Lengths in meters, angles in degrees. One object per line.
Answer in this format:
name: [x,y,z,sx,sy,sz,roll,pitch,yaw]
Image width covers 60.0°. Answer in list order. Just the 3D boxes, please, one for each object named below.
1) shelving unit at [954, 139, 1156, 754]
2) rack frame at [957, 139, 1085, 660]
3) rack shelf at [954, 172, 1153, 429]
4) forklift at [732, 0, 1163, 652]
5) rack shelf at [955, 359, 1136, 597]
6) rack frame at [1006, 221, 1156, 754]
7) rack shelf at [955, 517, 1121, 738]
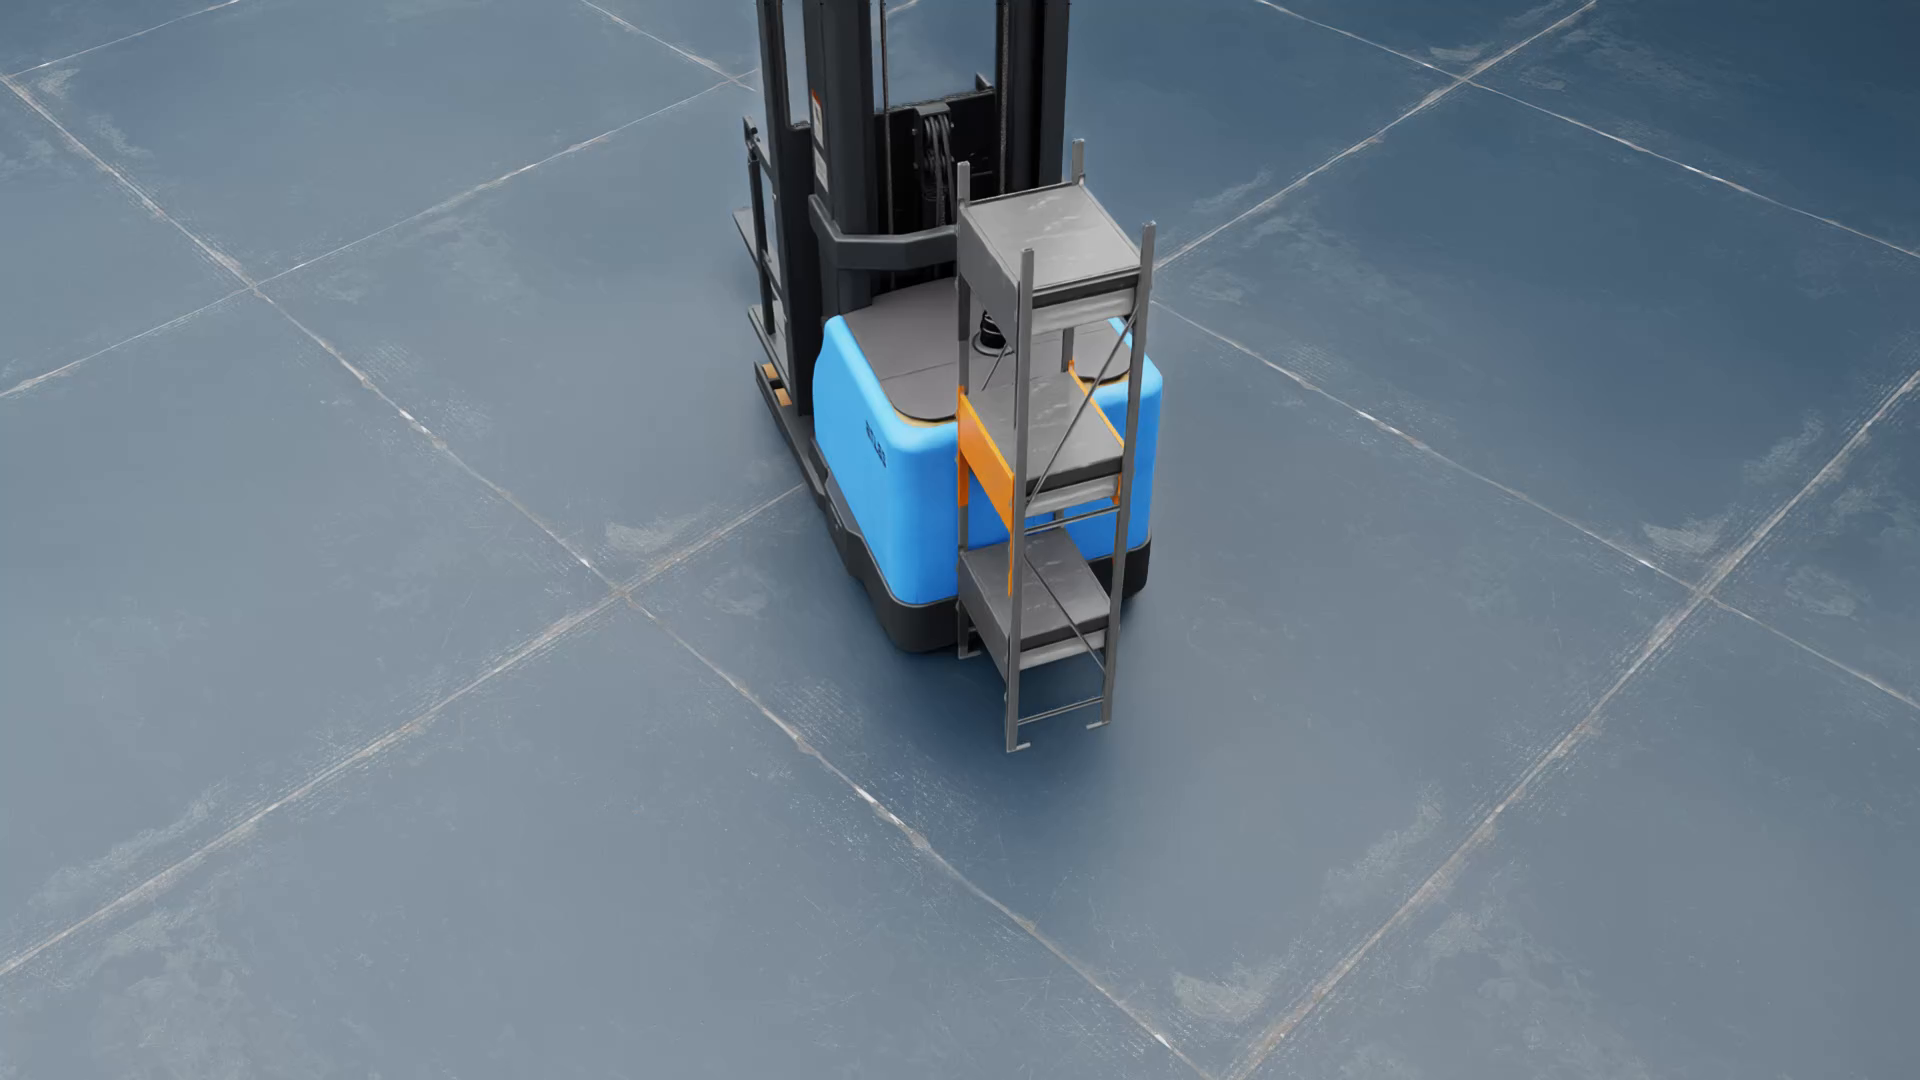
shelving unit: [0.268,-0.216,5.436,0.431,2.100,0.503,-14,45,-15]
rack frame: [0.182,-0.370,5.604,0.400,2.100,0.015,-14,45,-15]
rack shelf: [0.268,-0.720,4.970,0.431,0.518,0.480,-14,45,-15]
forklift: [-0.267,-1.671,6.398,1.130,2.935,3.031,-14,45,-15]
rack shelf: [0.268,-0.206,5.445,0.431,0.518,0.480,-14,45,-15]
rack frame: [0.355,-0.061,5.269,0.400,2.100,0.015,-14,45,-15]
rack shelf: [0.268,0.309,5.920,0.431,0.518,0.480,-14,45,-15]
